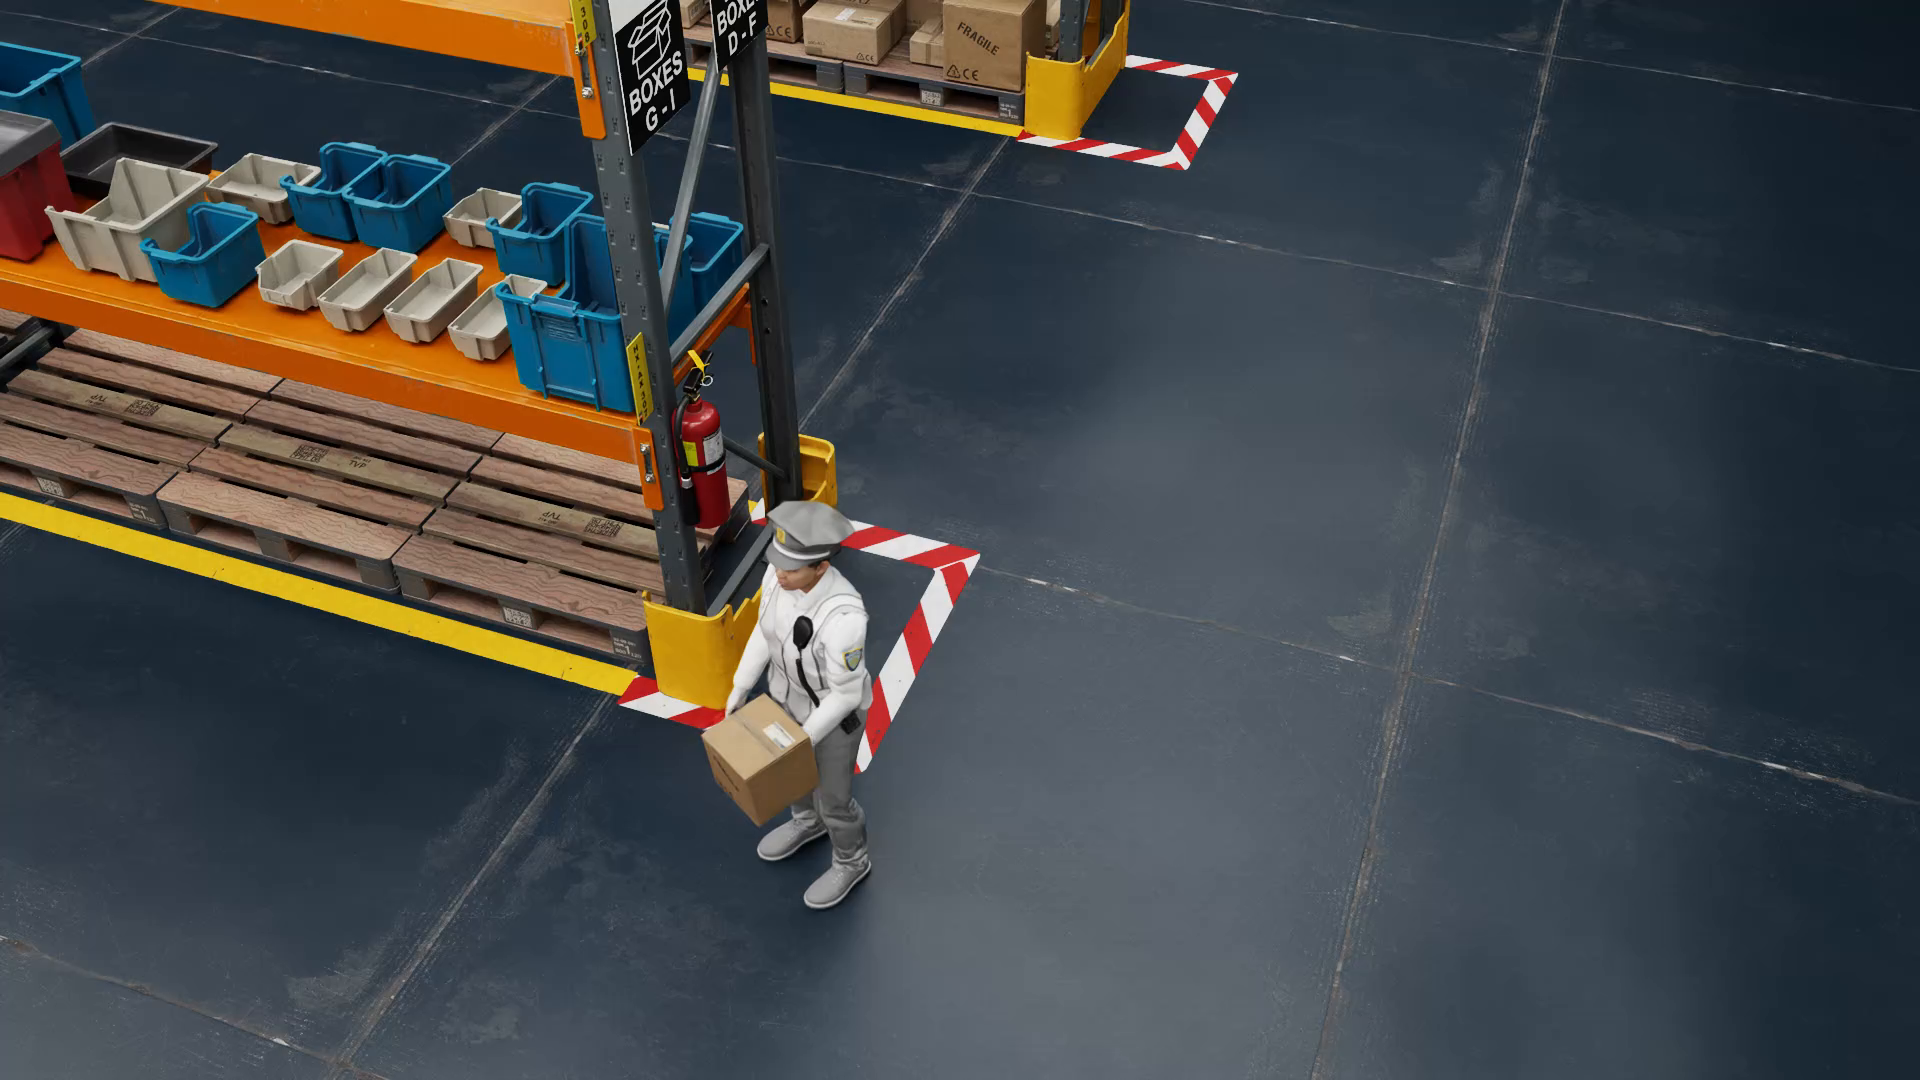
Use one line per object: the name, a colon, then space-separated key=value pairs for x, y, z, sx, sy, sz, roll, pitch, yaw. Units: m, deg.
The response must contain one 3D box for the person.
person: x=-0.523 y=0.573 z=5.496 sx=0.452 sy=1.689 sz=0.495 roll=-29 pitch=49 yaw=-29
